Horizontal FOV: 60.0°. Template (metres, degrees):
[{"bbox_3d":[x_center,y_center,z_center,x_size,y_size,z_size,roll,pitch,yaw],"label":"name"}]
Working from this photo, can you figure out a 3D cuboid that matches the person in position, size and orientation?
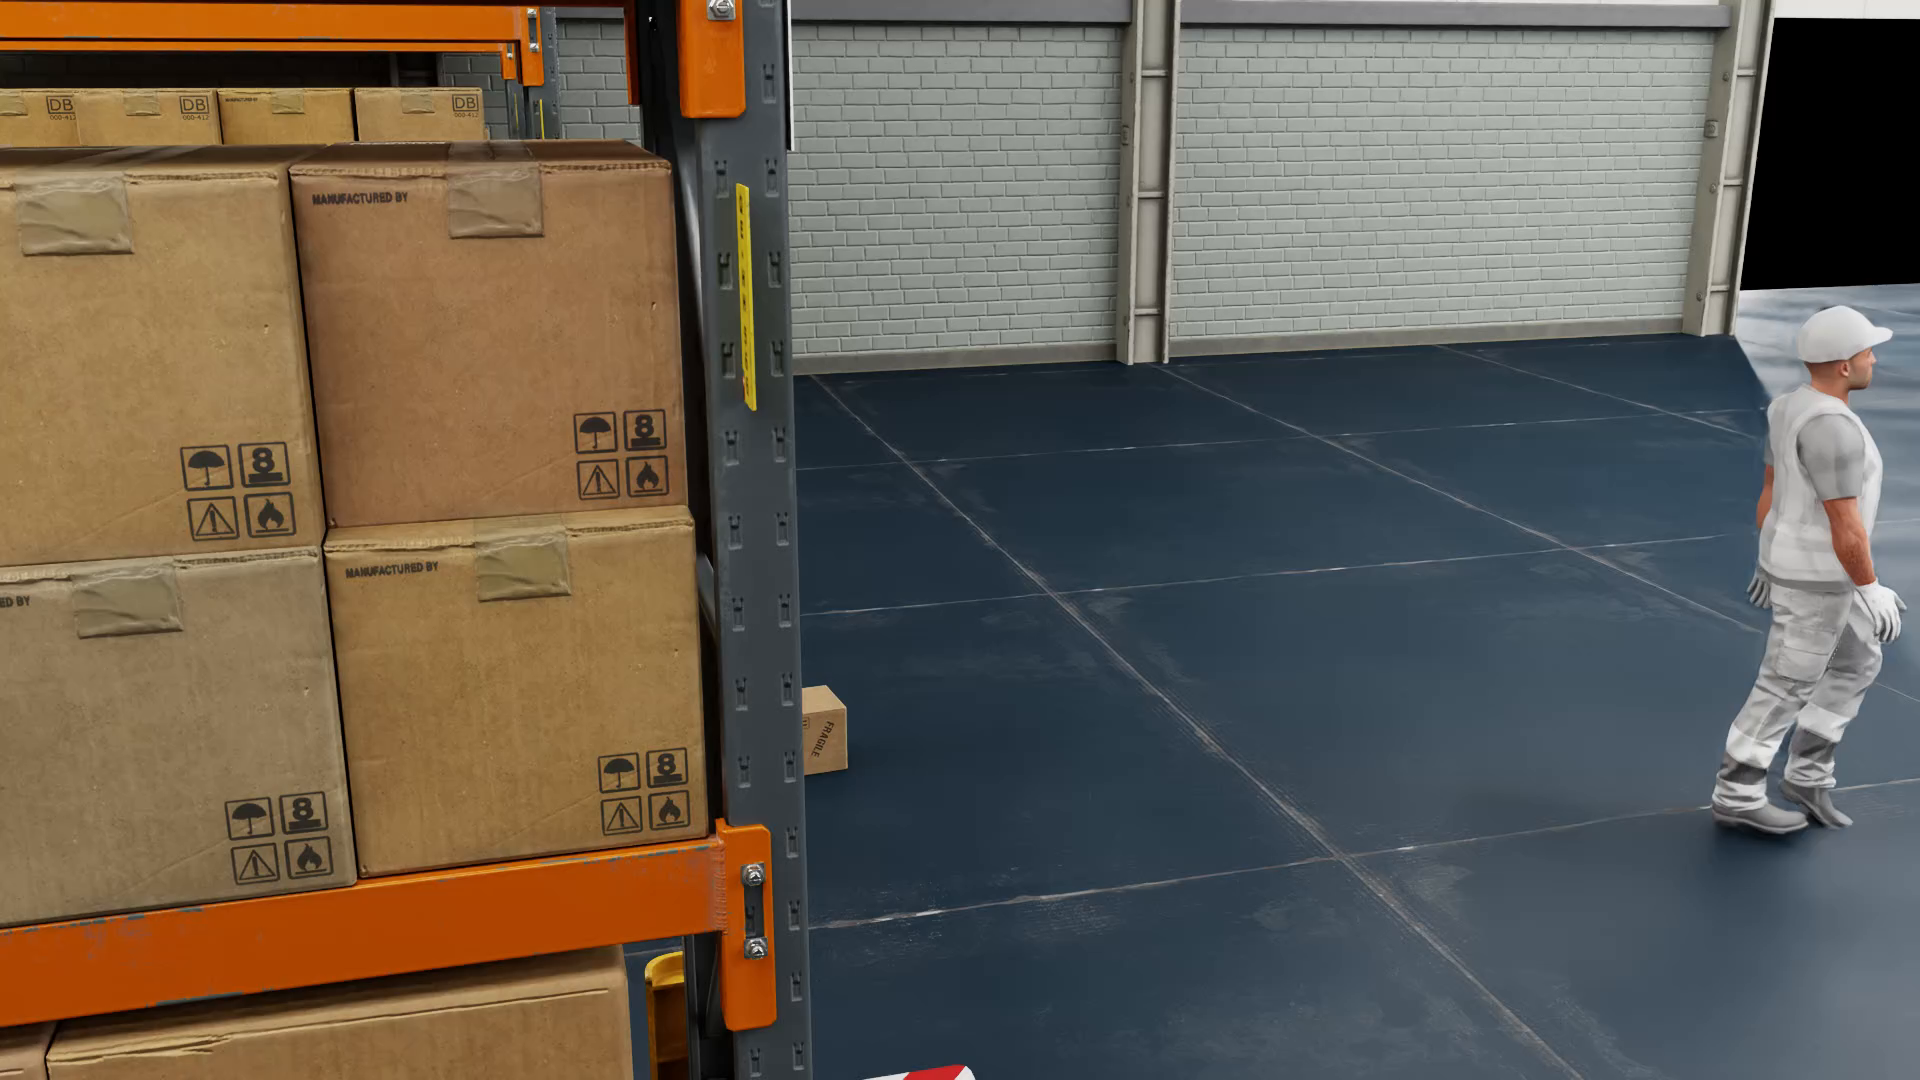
[{"bbox_3d":[2.827,0.153,5.456,0.495,1.839,0.528,5,17,17],"label":"person"}]
